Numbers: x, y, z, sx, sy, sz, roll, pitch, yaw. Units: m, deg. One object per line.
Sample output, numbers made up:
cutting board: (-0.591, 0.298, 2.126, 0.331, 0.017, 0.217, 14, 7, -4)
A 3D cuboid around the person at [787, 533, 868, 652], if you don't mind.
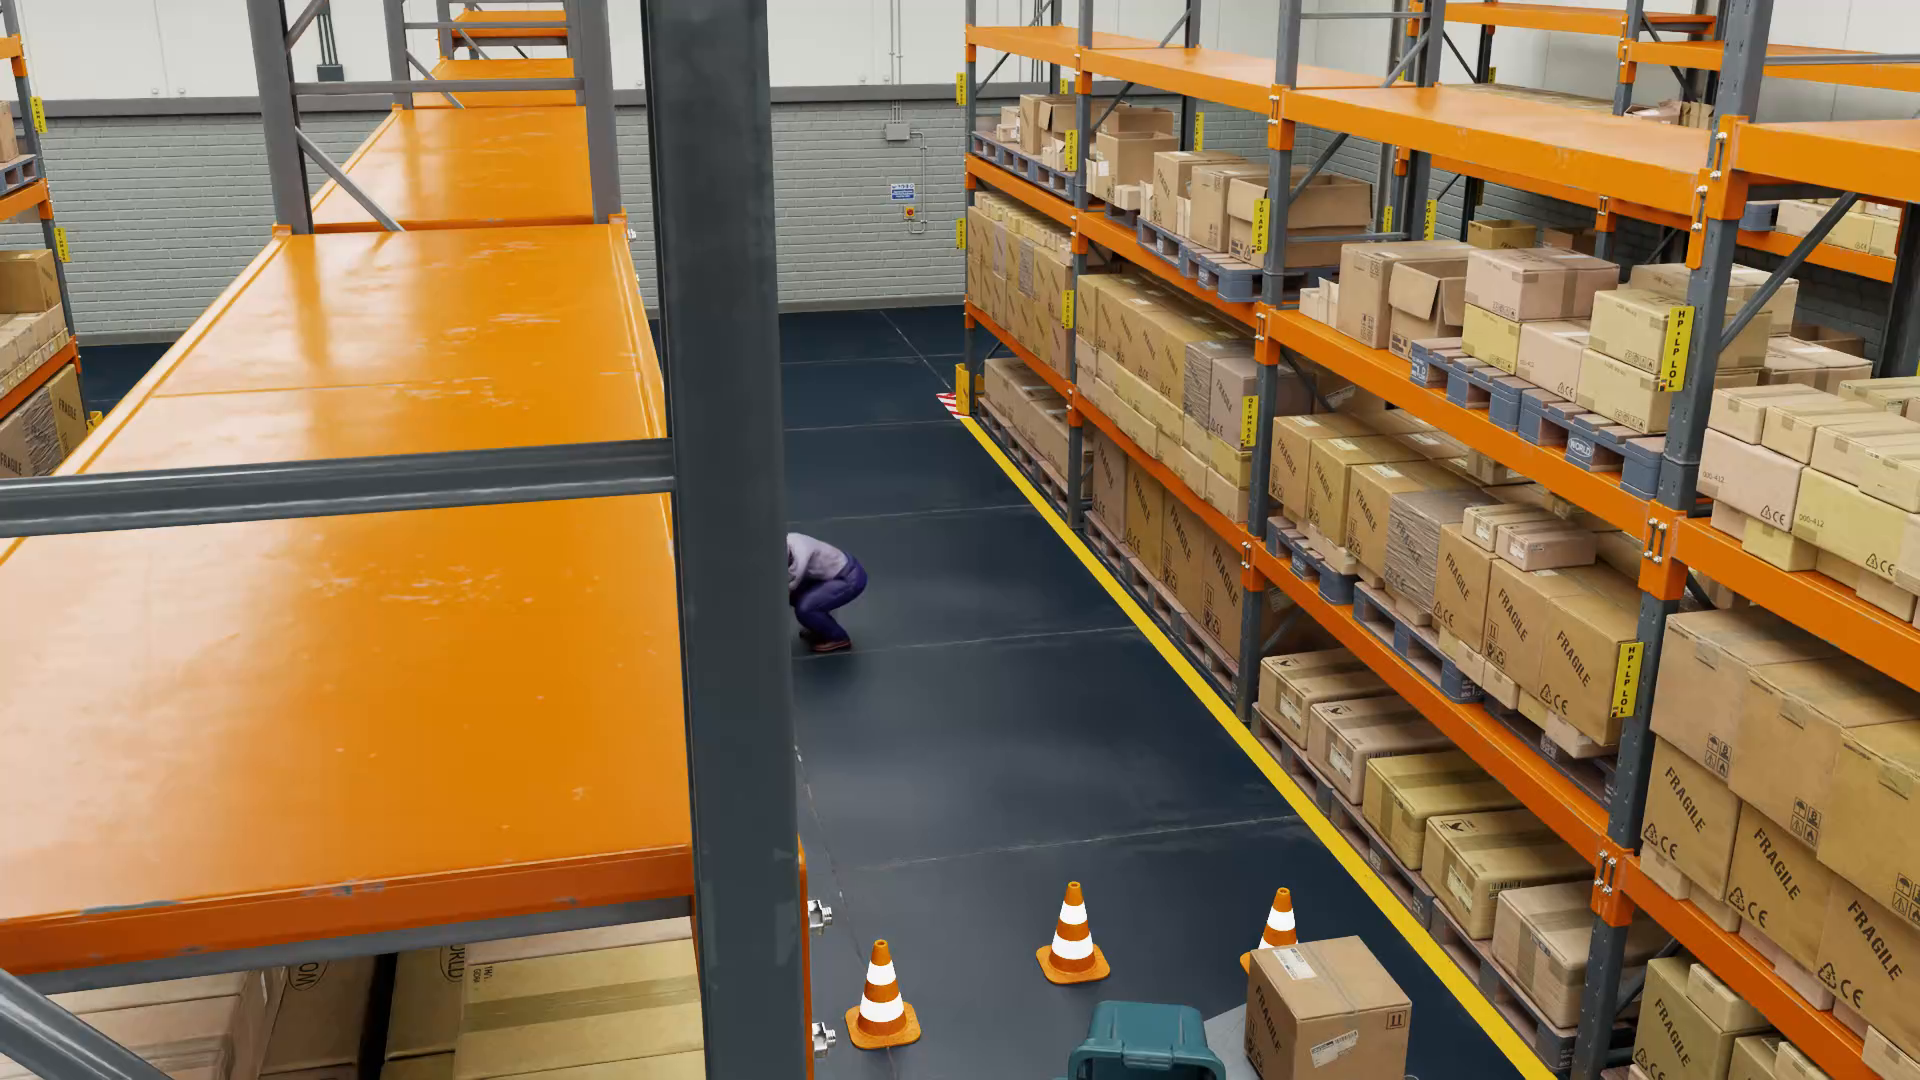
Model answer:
person: (-1.111, 0.334, 12.231, 0.856, 0.939, 0.501, -5, 20, -14)
